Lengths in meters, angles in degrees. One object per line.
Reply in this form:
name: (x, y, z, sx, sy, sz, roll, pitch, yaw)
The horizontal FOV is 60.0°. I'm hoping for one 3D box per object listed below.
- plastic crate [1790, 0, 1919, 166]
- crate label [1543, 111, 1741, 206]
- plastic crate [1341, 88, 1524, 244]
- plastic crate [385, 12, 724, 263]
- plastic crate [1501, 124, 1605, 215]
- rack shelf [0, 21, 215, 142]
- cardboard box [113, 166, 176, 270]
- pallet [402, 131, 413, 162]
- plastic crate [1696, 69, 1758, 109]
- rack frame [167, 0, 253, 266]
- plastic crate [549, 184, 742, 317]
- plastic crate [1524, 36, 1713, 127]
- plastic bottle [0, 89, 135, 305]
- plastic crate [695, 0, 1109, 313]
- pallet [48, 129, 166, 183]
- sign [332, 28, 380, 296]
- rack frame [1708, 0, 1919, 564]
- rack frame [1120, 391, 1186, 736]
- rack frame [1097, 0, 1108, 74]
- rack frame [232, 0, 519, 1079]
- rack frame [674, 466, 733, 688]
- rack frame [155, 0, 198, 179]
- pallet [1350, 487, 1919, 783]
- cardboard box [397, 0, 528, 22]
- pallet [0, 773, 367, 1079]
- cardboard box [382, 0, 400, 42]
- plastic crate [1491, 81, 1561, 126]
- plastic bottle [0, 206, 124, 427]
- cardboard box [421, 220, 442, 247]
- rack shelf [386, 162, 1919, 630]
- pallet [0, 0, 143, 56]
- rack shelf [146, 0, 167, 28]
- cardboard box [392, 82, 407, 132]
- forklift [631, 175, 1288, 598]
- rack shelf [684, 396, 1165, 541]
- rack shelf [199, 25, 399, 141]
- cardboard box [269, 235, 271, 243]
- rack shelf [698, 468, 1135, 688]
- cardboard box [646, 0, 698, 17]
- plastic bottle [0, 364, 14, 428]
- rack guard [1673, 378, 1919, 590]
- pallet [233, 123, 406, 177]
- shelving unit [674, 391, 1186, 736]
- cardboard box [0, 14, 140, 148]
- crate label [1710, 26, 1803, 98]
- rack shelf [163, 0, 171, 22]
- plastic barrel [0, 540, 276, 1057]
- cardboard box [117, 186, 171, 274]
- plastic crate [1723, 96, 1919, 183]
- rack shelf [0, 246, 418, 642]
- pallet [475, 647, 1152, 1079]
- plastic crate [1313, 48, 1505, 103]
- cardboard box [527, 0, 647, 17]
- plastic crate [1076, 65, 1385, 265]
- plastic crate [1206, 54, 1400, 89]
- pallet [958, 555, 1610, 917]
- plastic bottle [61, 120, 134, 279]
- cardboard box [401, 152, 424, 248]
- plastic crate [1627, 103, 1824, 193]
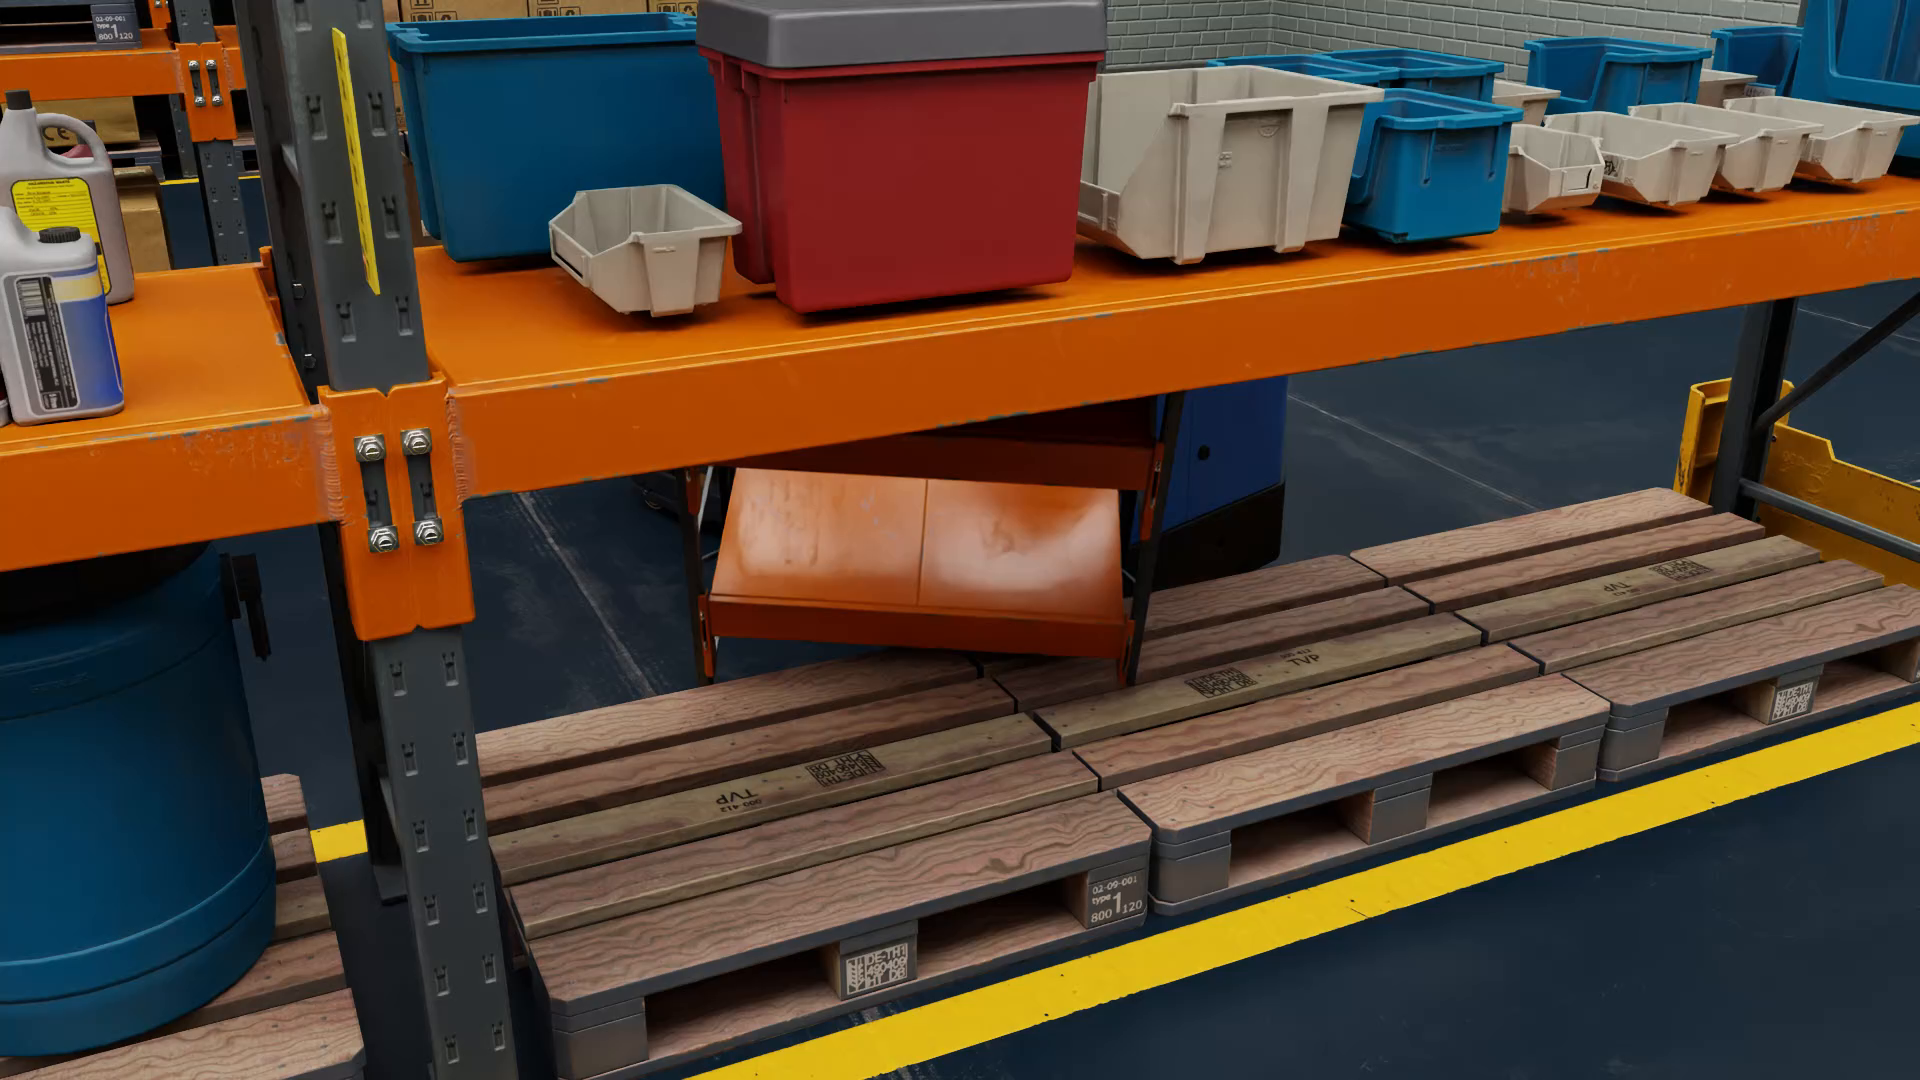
plastic crate: (2.371, -1.133, 3.942, 0.499, 0.435, 0.616, -10, 25, -24)
crate label: (1.428, -0.820, 3.575, 0.243, 0.136, 0.396, -10, 25, -24)
plastic crate: (0.853, -0.731, 3.234, 0.300, 0.233, 0.416, -10, 25, -24)
plastic crate: (-0.740, -0.761, 3.109, 0.575, 0.384, 0.392, -10, 25, -24)
plastic crate: (1.169, -0.764, 3.441, 0.250, 0.136, 0.298, -10, 25, -24)
rack shelf: (-4.959, -1.589, 6.108, 4.000, 0.370, 1.077, -10, 25, -24)
cardboard box: (-3.699, -1.306, 7.175, 0.500, 0.500, 0.500, -12, 25, -26)
pallet: (-3.489, -2.975, 12.160, 1.213, 0.211, 1.003, -10, 25, -24)
plastic crate: (1.902, -1.163, 4.404, 0.298, 0.136, 0.250, -10, 25, -24)
rack frame: (-3.157, -2.254, 6.772, 0.127, 3.000, 1.000, -10, 25, -24)
plastic crate: (-0.531, -0.480, 2.753, 0.243, 0.136, 0.396, -10, 25, -24)
plastic crate: (1.634, -1.123, 4.182, 0.300, 0.233, 0.416, -10, 25, -24)
plastic bottle: (-1.506, -0.570, 2.769, 0.185, 0.351, 0.144, -10, 25, -24)
plastic crate: (-0.099, -0.665, 2.772, 0.583, 0.464, 0.402, -10, 25, -24)
pallet: (-5.972, -2.518, 11.056, 1.213, 0.211, 1.003, -10, 25, -24)
sign: (-0.775, -0.484, 2.135, 0.005, 0.325, 0.100, -10, 25, -24)
rack frame: (2.592, -1.209, 4.250, 0.127, 3.000, 1.000, -10, 25, -24)
rack frame: (0.423, -0.068, 3.896, 0.032, 1.125, 0.500, 3, 44, 0)
rack frame: (0.447, -2.917, 8.375, 0.127, 3.000, 1.000, -10, 25, -24)
rack frame: (-1.012, -0.546, 2.647, 0.127, 3.000, 1.000, -10, 25, -24)
rack frame: (-0.592, -0.126, 3.897, 0.032, 1.125, 0.500, 3, 44, 0)
rack frame: (-5.309, -3.960, 10.895, 0.127, 3.000, 1.000, -10, 25, -24)
pallet: (1.832, 0.203, 4.485, 1.213, 0.211, 1.003, -10, 25, -24)
cardboard box: (-2.120, -2.376, 6.938, 0.500, 0.500, 0.500, -10, 24, -23)
pallet: (-1.726, 0.856, 2.906, 1.213, 0.211, 1.003, -10, 25, -24)
cardboard box: (-2.580, -2.290, 6.730, 0.500, 0.500, 0.500, -10, 24, -22)
plastic crate: (1.291, -1.051, 4.132, 0.298, 0.136, 0.250, -10, 25, -24)
plastic bottle: (-1.227, -0.312, 2.243, 0.135, 0.276, 0.152, -10, 25, -24)
cardboard box: (-2.455, -1.415, 7.898, 0.250, 0.149, 0.380, -10, 25, -24)
rack shelf: (0.790, -0.545, 3.586, 4.000, 0.370, 1.077, -10, 25, -24)
pallet: (-3.925, -2.070, 6.579, 1.213, 0.211, 1.003, -10, 25, -24)
rack shelf: (-7.111, -3.296, 10.231, 4.000, 0.370, 1.077, -10, 25, -24)
cardboard box: (-4.137, -3.170, 11.705, 0.500, 0.500, 0.700, -11, 25, -24)
forklift: (-0.438, -1.524, 5.099, 1.130, 2.935, 3.031, -21, 30, -41)
rack shelf: (-0.073, -0.305, 3.692, 1.000, 0.278, 0.538, 3, 44, 0)
rack shelf: (-1.355, -2.253, 7.711, 4.000, 0.370, 1.077, -10, 25, -24)
cardboard box: (-2.685, -1.210, 7.190, 0.500, 0.311, 0.500, -10, 25, -24)
rack shelf: (-0.094, 0.077, 4.068, 1.000, 0.278, 0.538, 3, 44, 0)
cardboard box: (-1.210, -2.543, 7.342, 0.500, 0.500, 0.500, -11, 25, -24)
plastic bottle: (-1.320, -0.249, 2.188, 0.097, 0.201, 0.097, 0, 22, 0)
rack guard: (2.608, -0.063, 4.748, 0.348, 0.500, 1.175, -10, 25, -24)
pallet: (-4.590, -2.771, 11.668, 1.213, 0.211, 1.003, -10, 25, -24)
shelving unit: (-0.085, -0.097, 3.897, 1.048, 1.125, 0.538, 3, 44, 0)
cardboard box: (-5.838, -3.008, 10.857, 0.750, 0.750, 0.750, -10, 25, -23)
crate label: (2.227, -1.232, 4.445, 0.303, 0.233, 0.416, -10, 25, -24)
rack shelf: (-3.507, -3.959, 11.834, 4.000, 0.370, 1.077, -10, 25, -24)
plastic barrel: (-1.510, 0.314, 2.764, 0.708, 0.901, 0.600, -10, 25, -24)
cardboard box: (-3.478, -1.121, 6.730, 0.500, 0.500, 0.500, -11, 25, -24)
plastic crate: (1.936, -0.918, 3.811, 0.243, 0.136, 0.396, -10, 25, -24)
rack shelf: (-2.814, 0.118, 1.983, 4.000, 0.370, 1.077, -10, 25, -24)
pallet: (-0.367, 0.607, 3.507, 1.213, 0.211, 1.003, -10, 25, -24)
plastic crate: (1.040, -1.014, 3.918, 0.300, 0.233, 0.416, -10, 25, -24)
cardboard box: (-1.668, -2.459, 7.137, 0.500, 0.500, 0.500, -11, 25, -24)
plastic crate: (0.444, -0.709, 3.116, 0.530, 0.282, 0.437, -10, 25, -24)
plastic crate: (0.770, -0.964, 3.797, 0.300, 0.233, 0.416, -10, 25, -24)
pallet: (0.734, 0.403, 4.000, 1.213, 0.211, 1.003, -10, 25, -24)
plastic bottle: (-1.528, -0.578, 2.877, 0.133, 0.283, 0.061, -10, 25, -24)
cardboard box: (-2.767, -1.494, 7.631, 0.500, 0.500, 0.500, -10, 25, -24)
plastic crate: (1.668, -0.874, 3.707, 0.243, 0.136, 0.396, -10, 25, -24)
